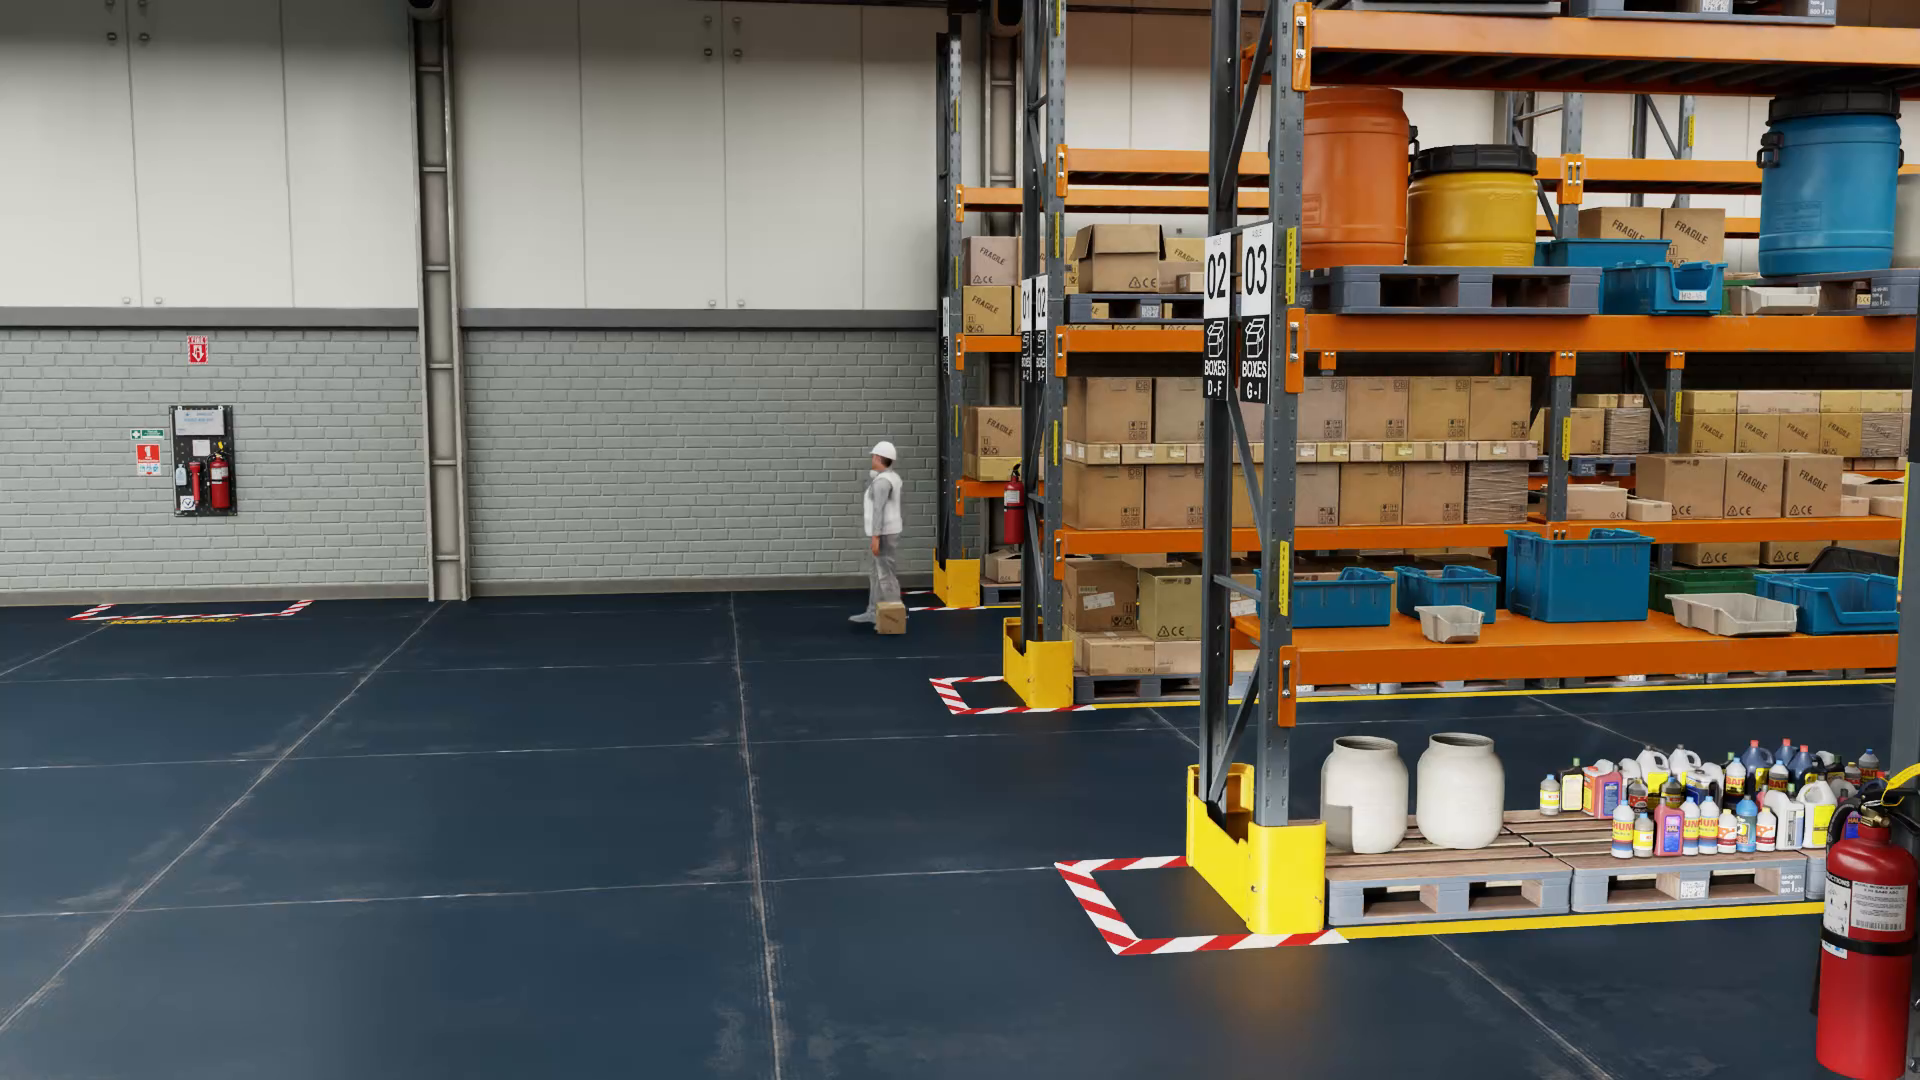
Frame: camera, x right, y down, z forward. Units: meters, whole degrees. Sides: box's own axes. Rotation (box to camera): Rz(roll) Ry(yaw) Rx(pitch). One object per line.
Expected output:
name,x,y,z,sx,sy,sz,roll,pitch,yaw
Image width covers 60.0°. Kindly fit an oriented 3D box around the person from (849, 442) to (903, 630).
person,-0.797,-0.051,15.844,0.555,1.773,0.614,1,6,5
